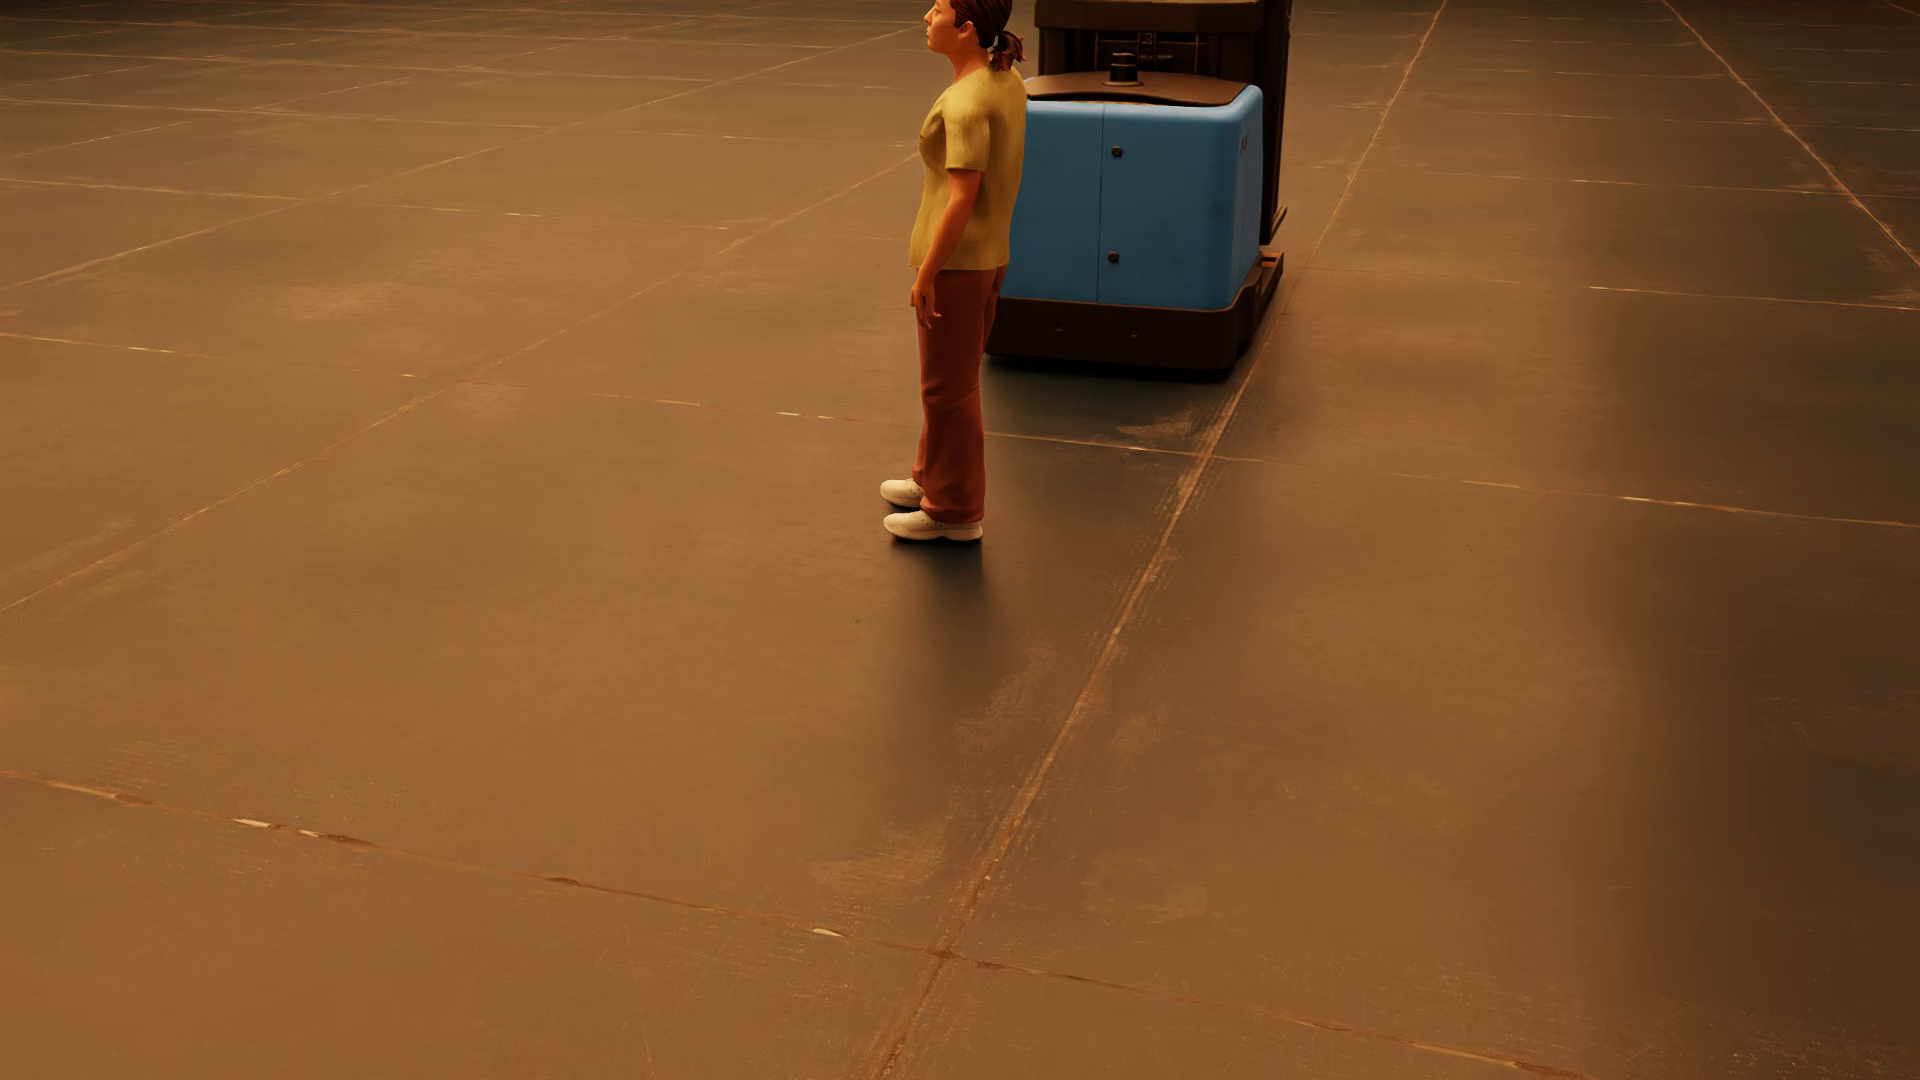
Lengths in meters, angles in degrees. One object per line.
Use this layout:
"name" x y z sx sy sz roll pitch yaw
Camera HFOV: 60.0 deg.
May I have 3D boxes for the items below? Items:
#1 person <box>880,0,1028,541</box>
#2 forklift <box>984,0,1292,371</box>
"person" -0.067 -0.794 4.829 0.548 1.673 0.553 7 23 16
"forklift" 0.957 -2.555 7.468 1.130 2.935 3.031 6 23 15
